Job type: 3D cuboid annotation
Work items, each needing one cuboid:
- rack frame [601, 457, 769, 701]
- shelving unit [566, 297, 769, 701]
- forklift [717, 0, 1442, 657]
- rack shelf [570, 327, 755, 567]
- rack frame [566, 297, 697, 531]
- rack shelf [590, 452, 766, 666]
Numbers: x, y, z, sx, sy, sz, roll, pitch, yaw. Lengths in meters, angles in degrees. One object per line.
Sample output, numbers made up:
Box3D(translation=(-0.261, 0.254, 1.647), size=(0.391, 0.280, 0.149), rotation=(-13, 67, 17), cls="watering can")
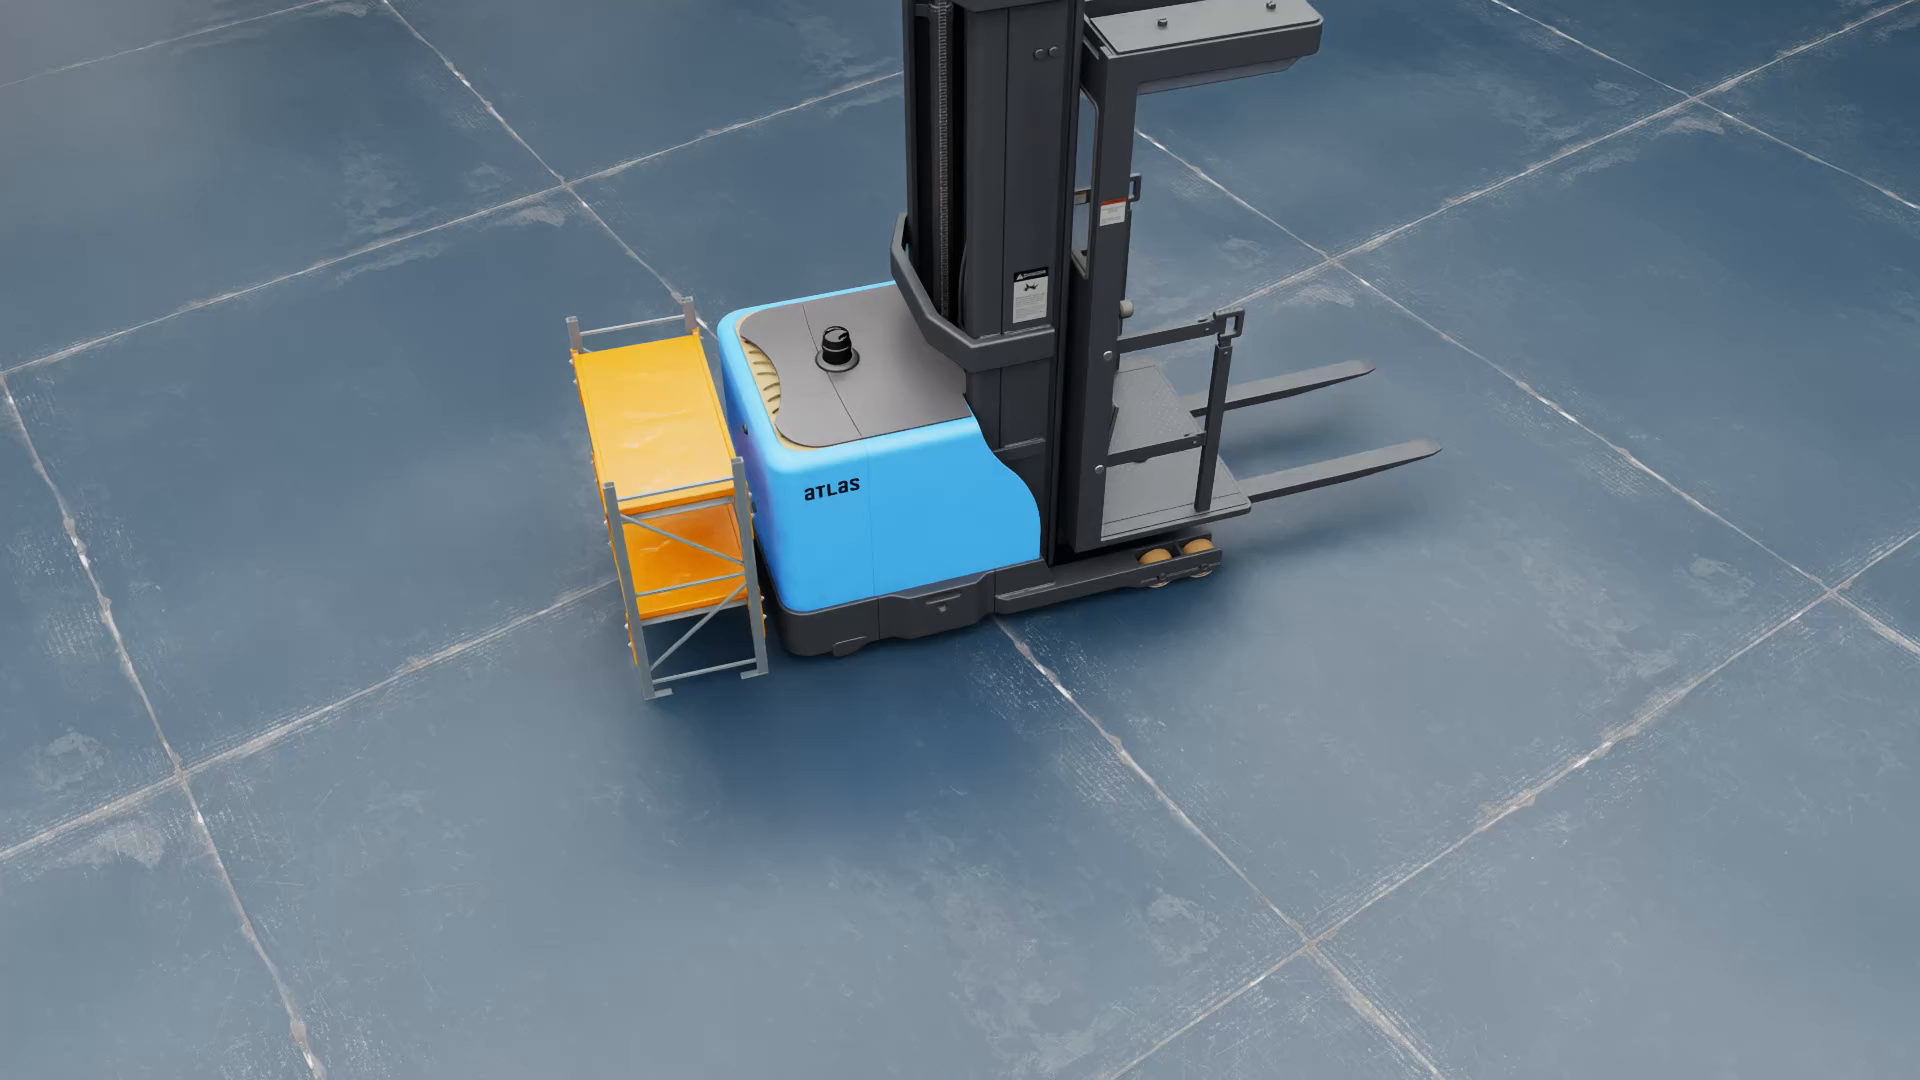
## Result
Box3D(translation=(-1.011, 0.168, 6.250), size=(0.500, 1.125, 0.032), rotation=(-12, 45, -12), cls="rack frame")
Box3D(translation=(-1.157, -0.168, 6.602), size=(0.538, 1.125, 1.048), rotation=(-12, 45, -12), cls="shelving unit")
Box3D(translation=(0.591, -1.195, 6.370), size=(3.031, 2.935, 1.130), rotation=(-13, 45, -13), cls="forklift")
Box3D(translation=(-1.157, -0.379, 6.400), size=(0.538, 0.278, 1.000), rotation=(-12, 45, -12), cls="rack shelf")
Box3D(translation=(-1.303, -0.504, 6.954), size=(0.500, 1.125, 0.032), rotation=(-12, 45, -12), cls="rack frame")
Box3D(translation=(-1.157, 0.009, 6.771), size=(0.538, 0.278, 1.000), rotation=(-12, 45, -12), cls="rack shelf")
